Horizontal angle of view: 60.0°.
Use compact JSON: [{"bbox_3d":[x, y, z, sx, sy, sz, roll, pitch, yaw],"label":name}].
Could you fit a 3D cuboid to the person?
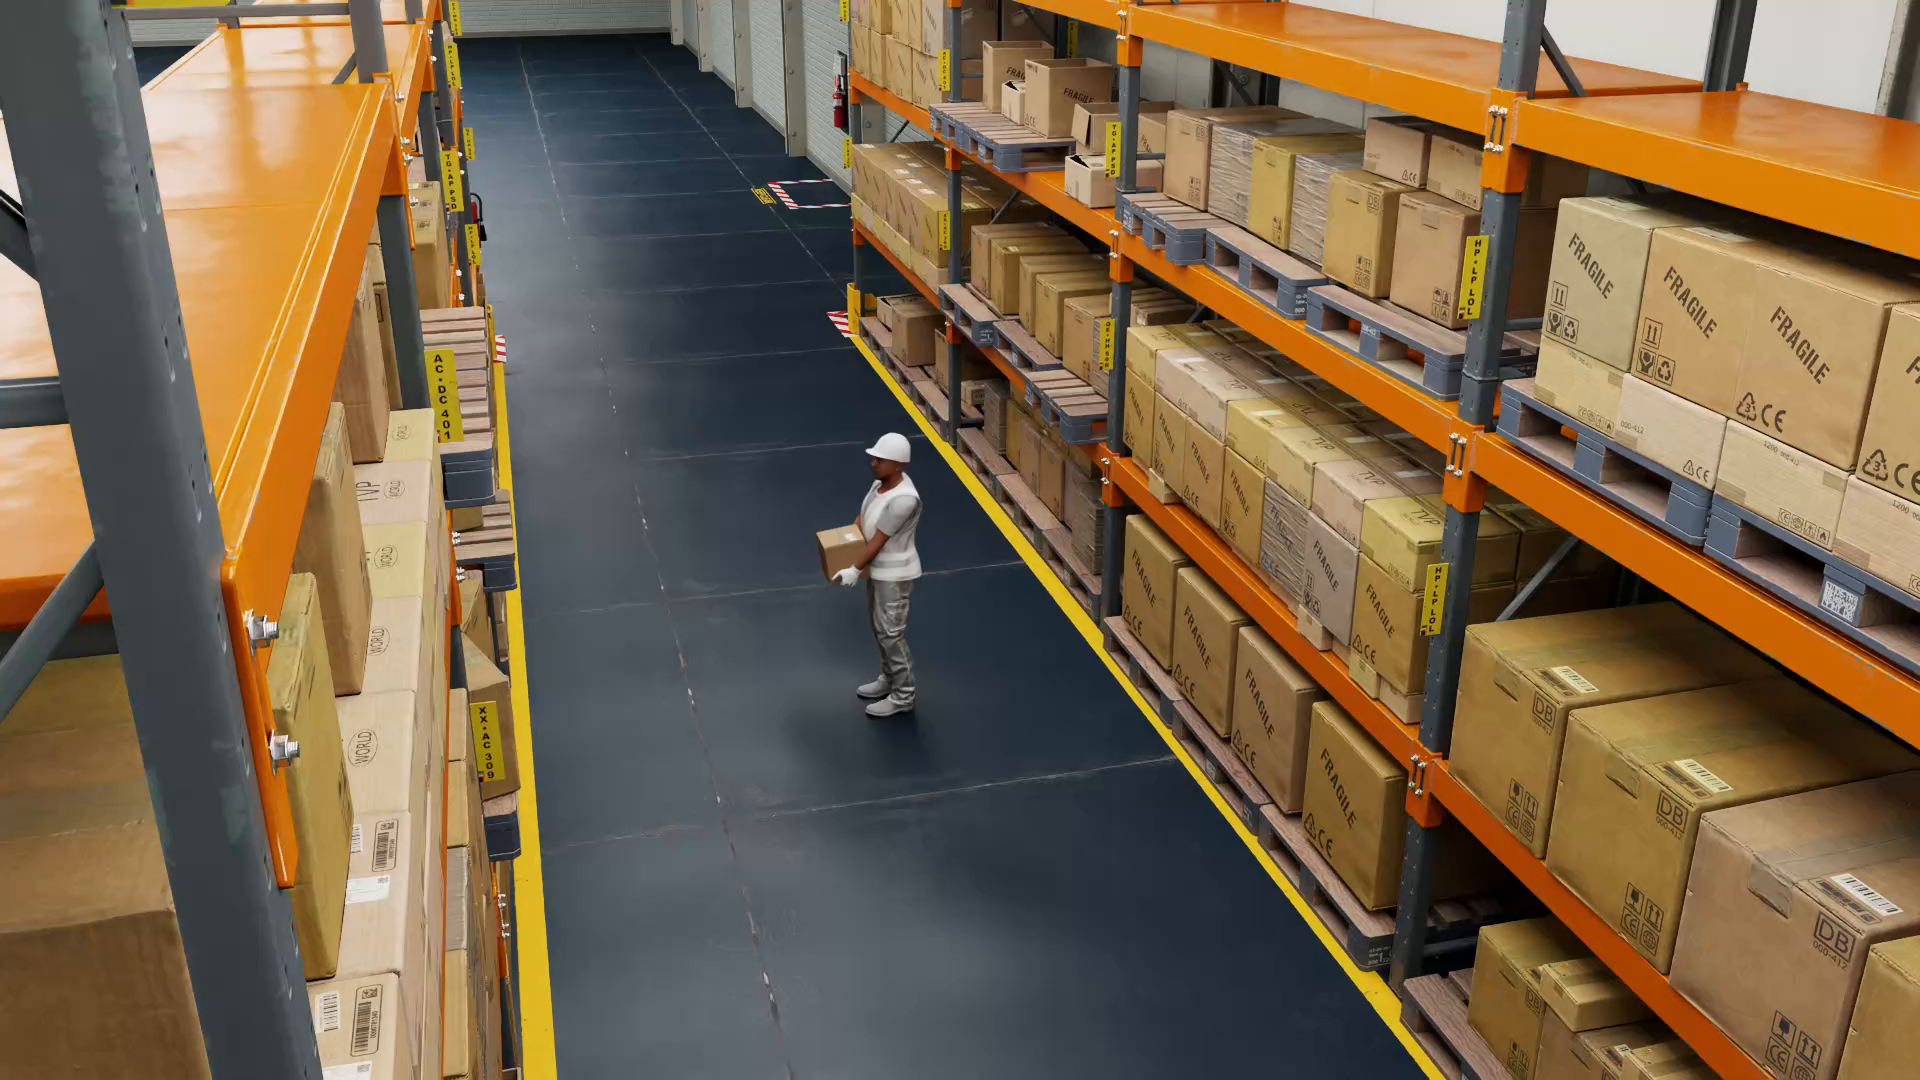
[{"bbox_3d":[-0.524,0.210,10.066,0.565,1.781,0.489,-6,23,-14],"label":"person"}]
